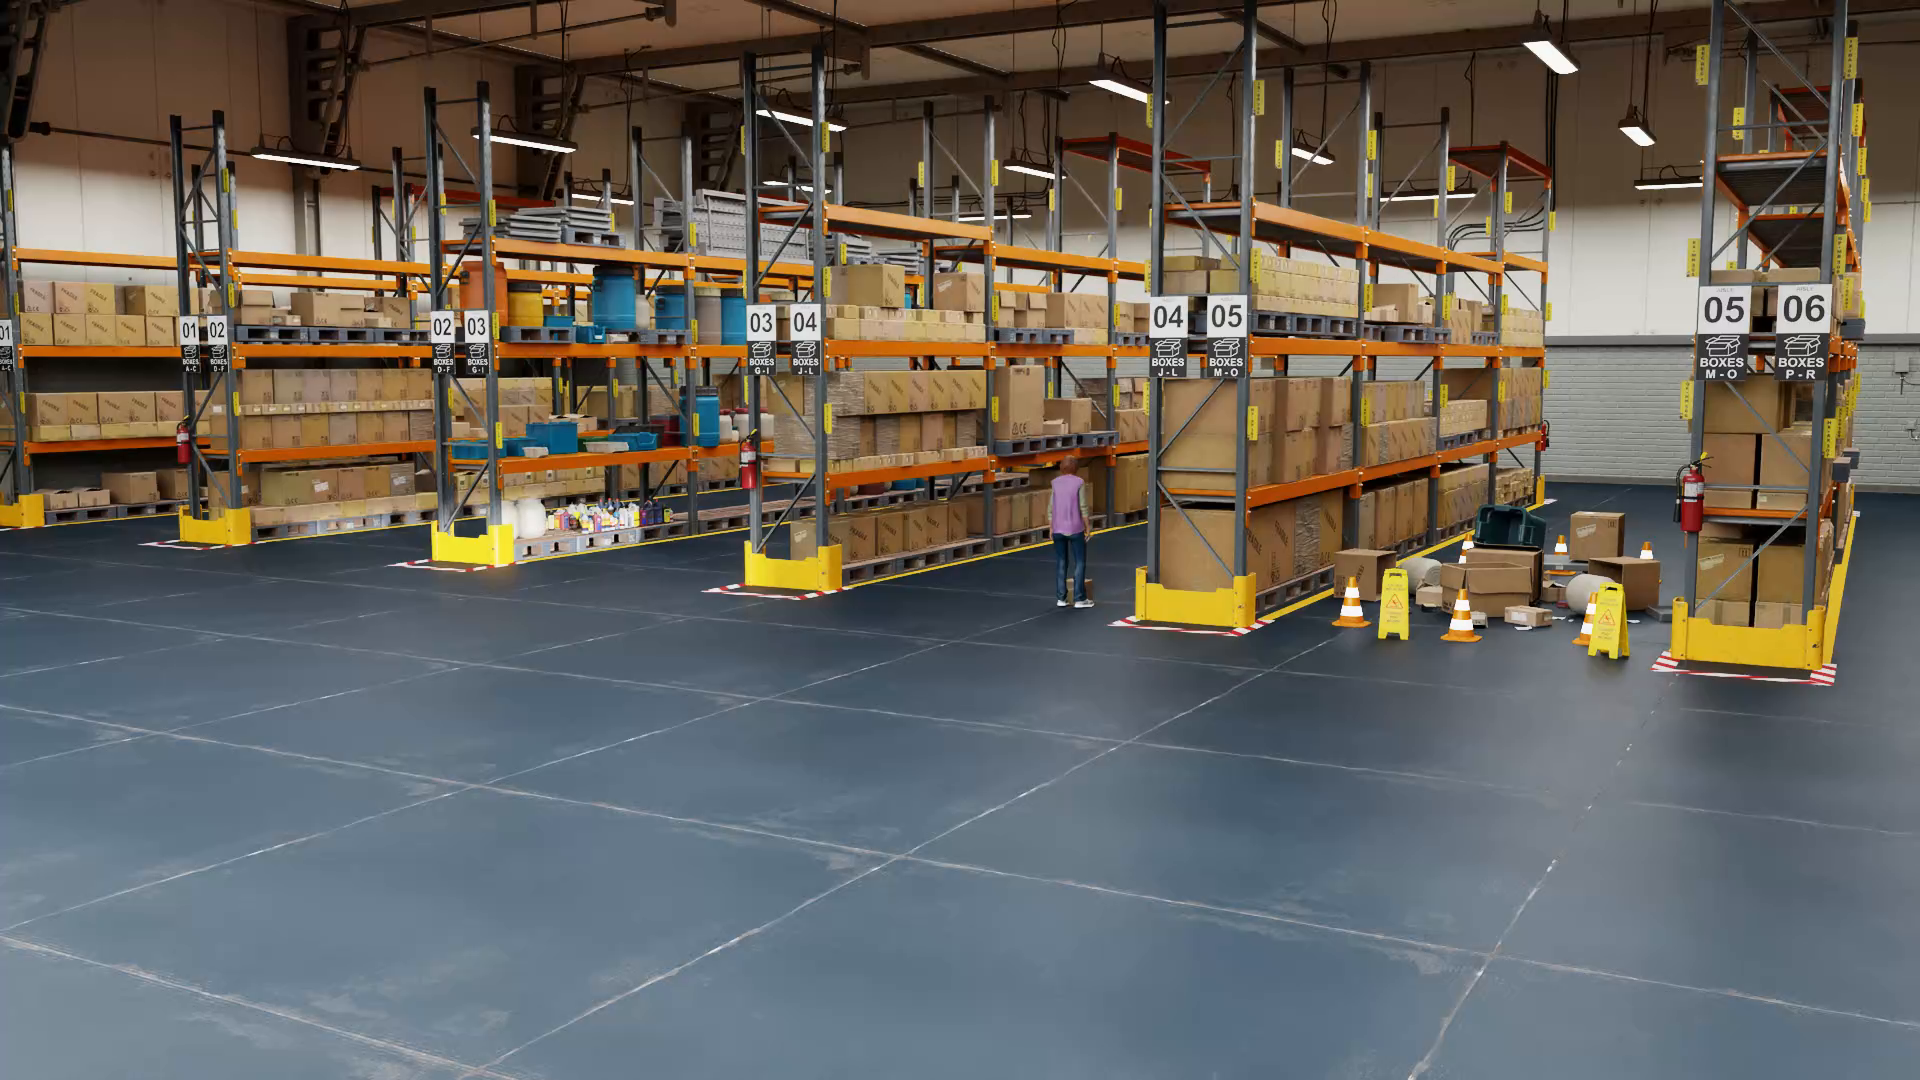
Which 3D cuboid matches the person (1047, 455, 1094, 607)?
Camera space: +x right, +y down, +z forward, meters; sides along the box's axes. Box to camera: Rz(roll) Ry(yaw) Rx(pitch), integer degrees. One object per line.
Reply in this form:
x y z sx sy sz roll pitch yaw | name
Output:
1.152 -0.091 17.420 0.476 1.591 0.377 3 7 25 | person
